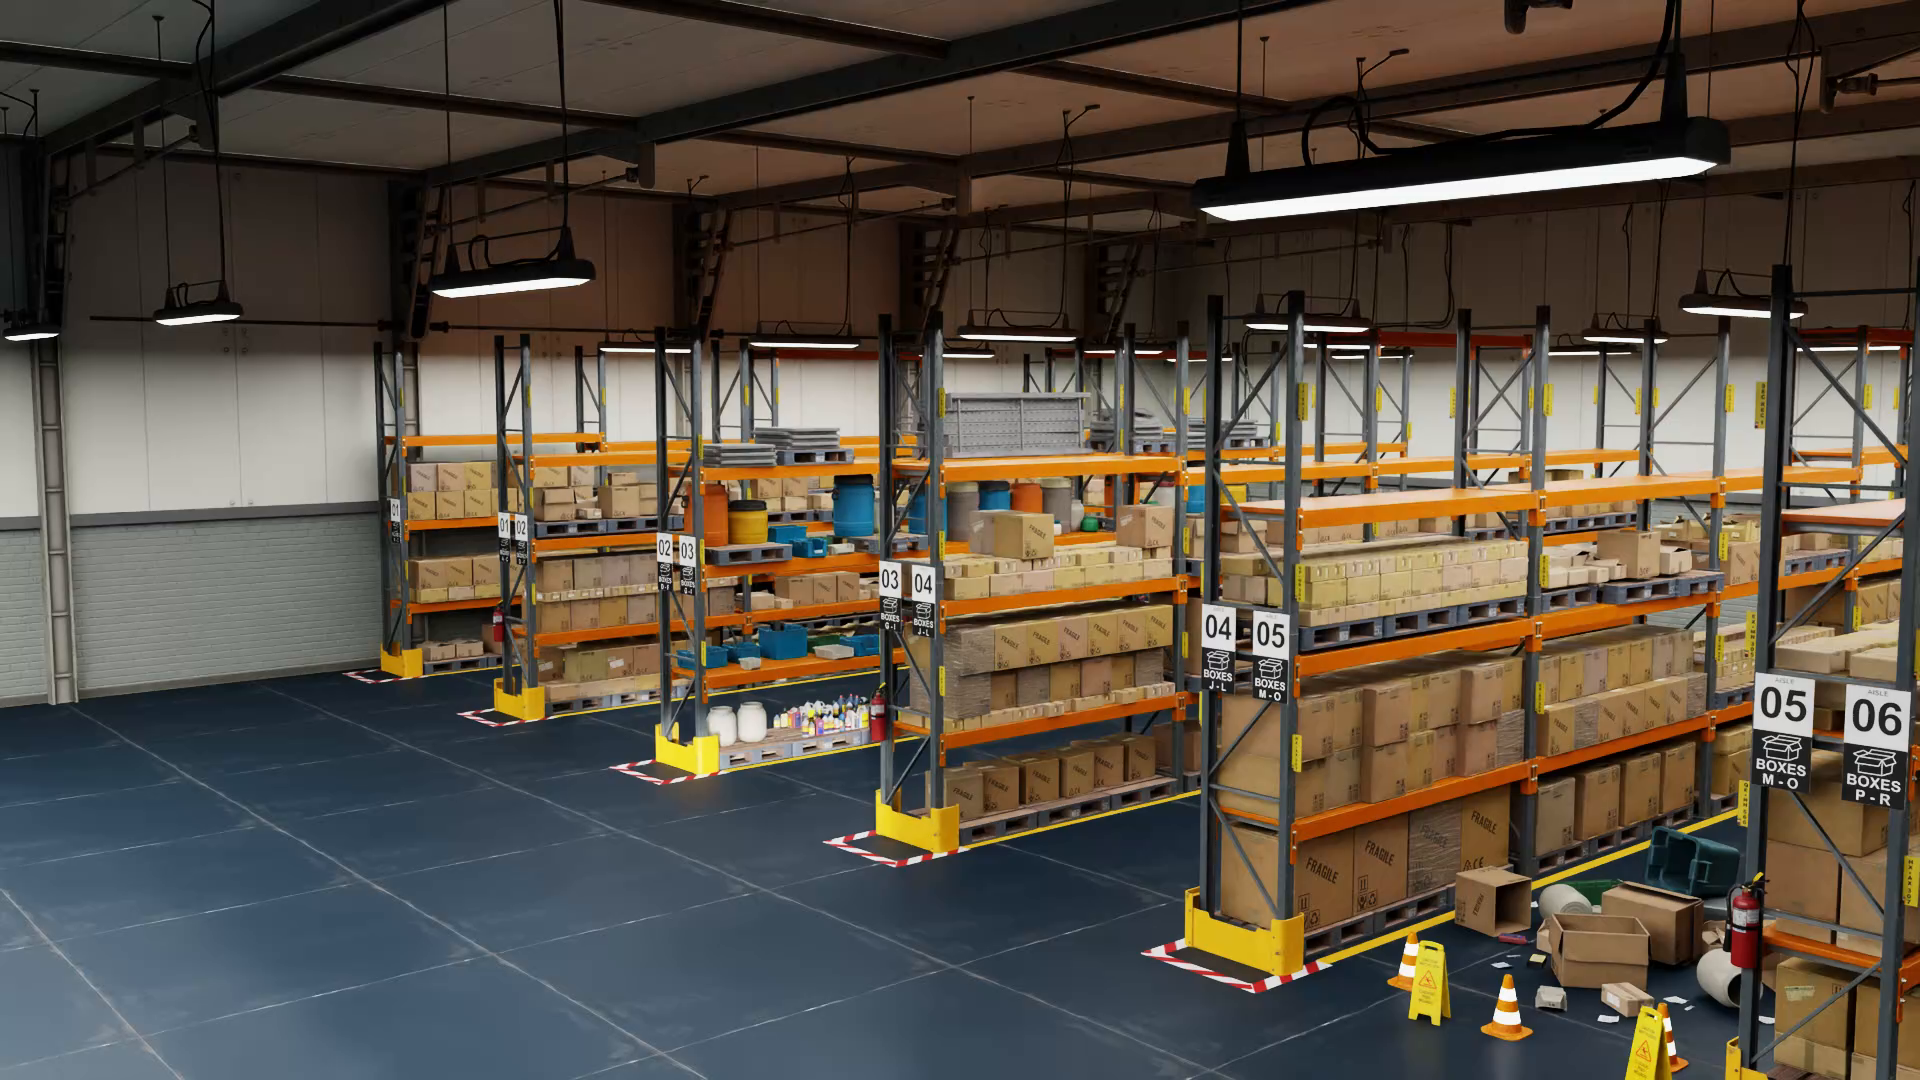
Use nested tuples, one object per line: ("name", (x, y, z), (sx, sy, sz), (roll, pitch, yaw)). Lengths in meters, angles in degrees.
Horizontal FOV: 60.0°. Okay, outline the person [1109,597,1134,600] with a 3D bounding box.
("person", (2.965, 1.425, 31.170), (0.597, 1.704, 0.494), (1, 5, 7))
